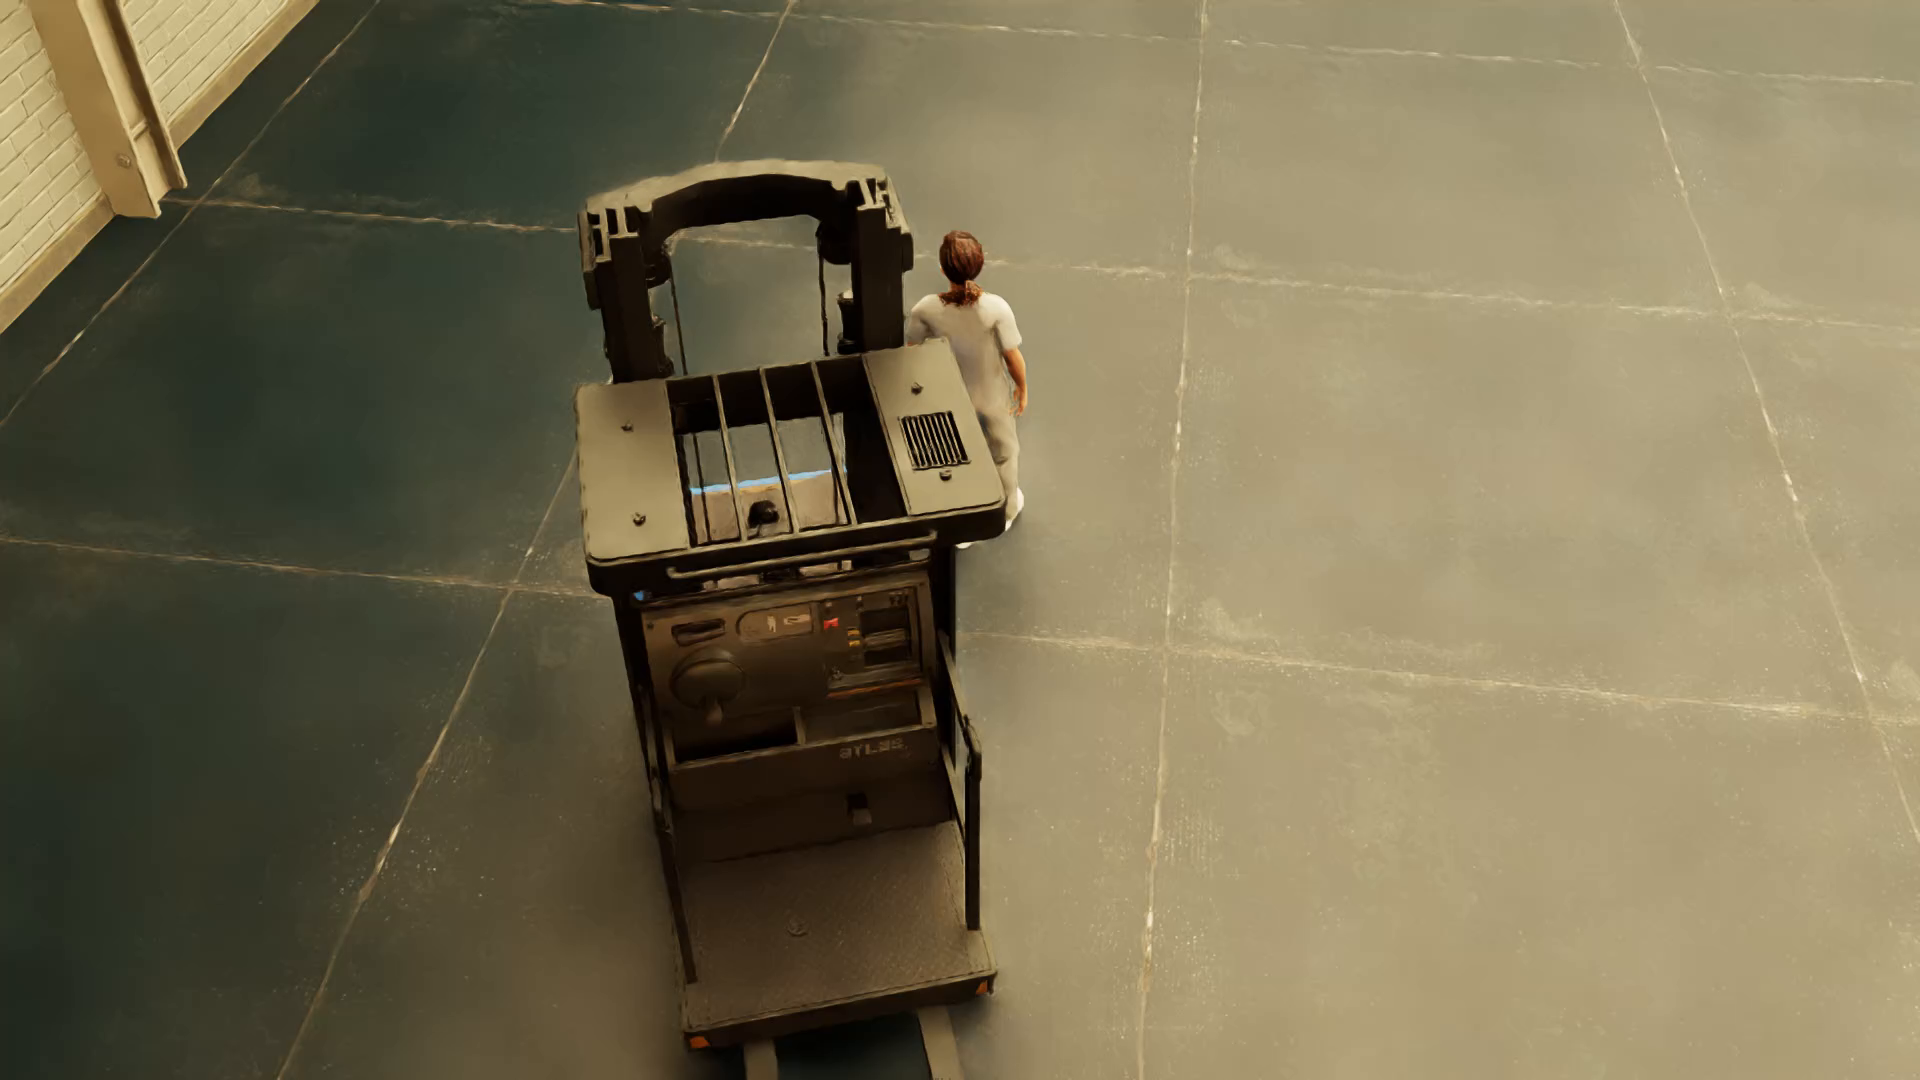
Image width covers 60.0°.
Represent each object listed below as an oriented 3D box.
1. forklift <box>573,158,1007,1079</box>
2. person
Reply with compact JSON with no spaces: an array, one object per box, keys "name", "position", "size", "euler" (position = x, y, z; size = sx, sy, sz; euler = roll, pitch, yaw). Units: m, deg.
[{"name":"forklift","position":[-0.498,0.442,5.243],"size":[1.130,2.935,3.031],"euler":[-8,43,-9]},{"name":"person","position":[0.032,-0.689,7.405],"size":[0.550,1.673,0.520],"euler":[5,43,5]}]
